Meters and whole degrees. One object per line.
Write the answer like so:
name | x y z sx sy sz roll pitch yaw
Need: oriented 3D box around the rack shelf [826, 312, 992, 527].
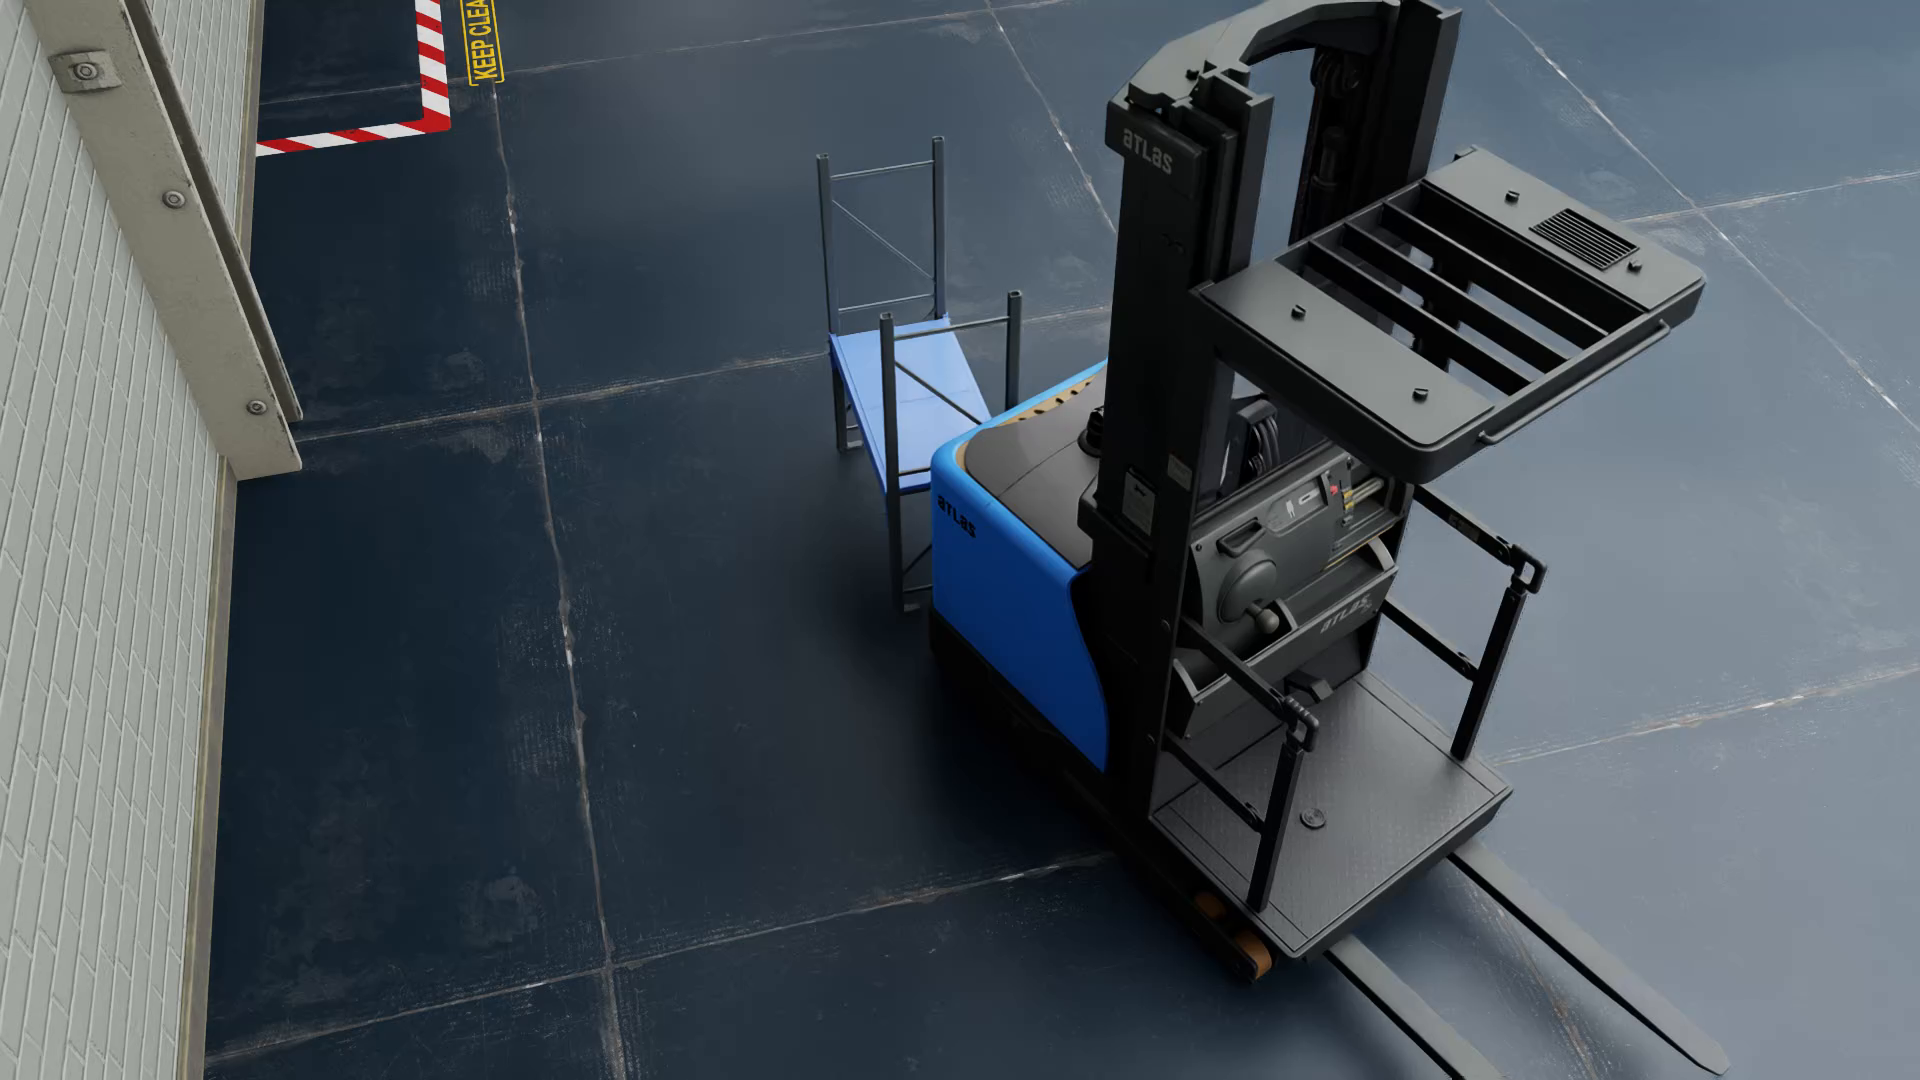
rack shelf | -0.167 -0.505 6.698 0.538 0.185 1.000 -11 47 -11

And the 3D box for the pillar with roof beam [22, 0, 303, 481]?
pillar with roof beam | 1.070 -4.354 4.967 9.100 9.000 0.400 -11 47 -10

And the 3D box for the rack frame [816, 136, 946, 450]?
rack frame | -0.303 -0.981 6.912 0.500 1.500 0.032 -11 47 -11

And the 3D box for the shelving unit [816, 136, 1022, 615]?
shelving unit | -0.167 -0.631 6.569 0.538 1.500 1.048 -11 47 -11

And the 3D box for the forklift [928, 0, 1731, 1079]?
forklift | 1.180 0.035 4.914 1.130 2.935 3.031 -29 52 -25

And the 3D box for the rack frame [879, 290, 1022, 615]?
rack frame | -0.030 -0.281 6.226 0.500 1.500 0.032 -11 47 -11
